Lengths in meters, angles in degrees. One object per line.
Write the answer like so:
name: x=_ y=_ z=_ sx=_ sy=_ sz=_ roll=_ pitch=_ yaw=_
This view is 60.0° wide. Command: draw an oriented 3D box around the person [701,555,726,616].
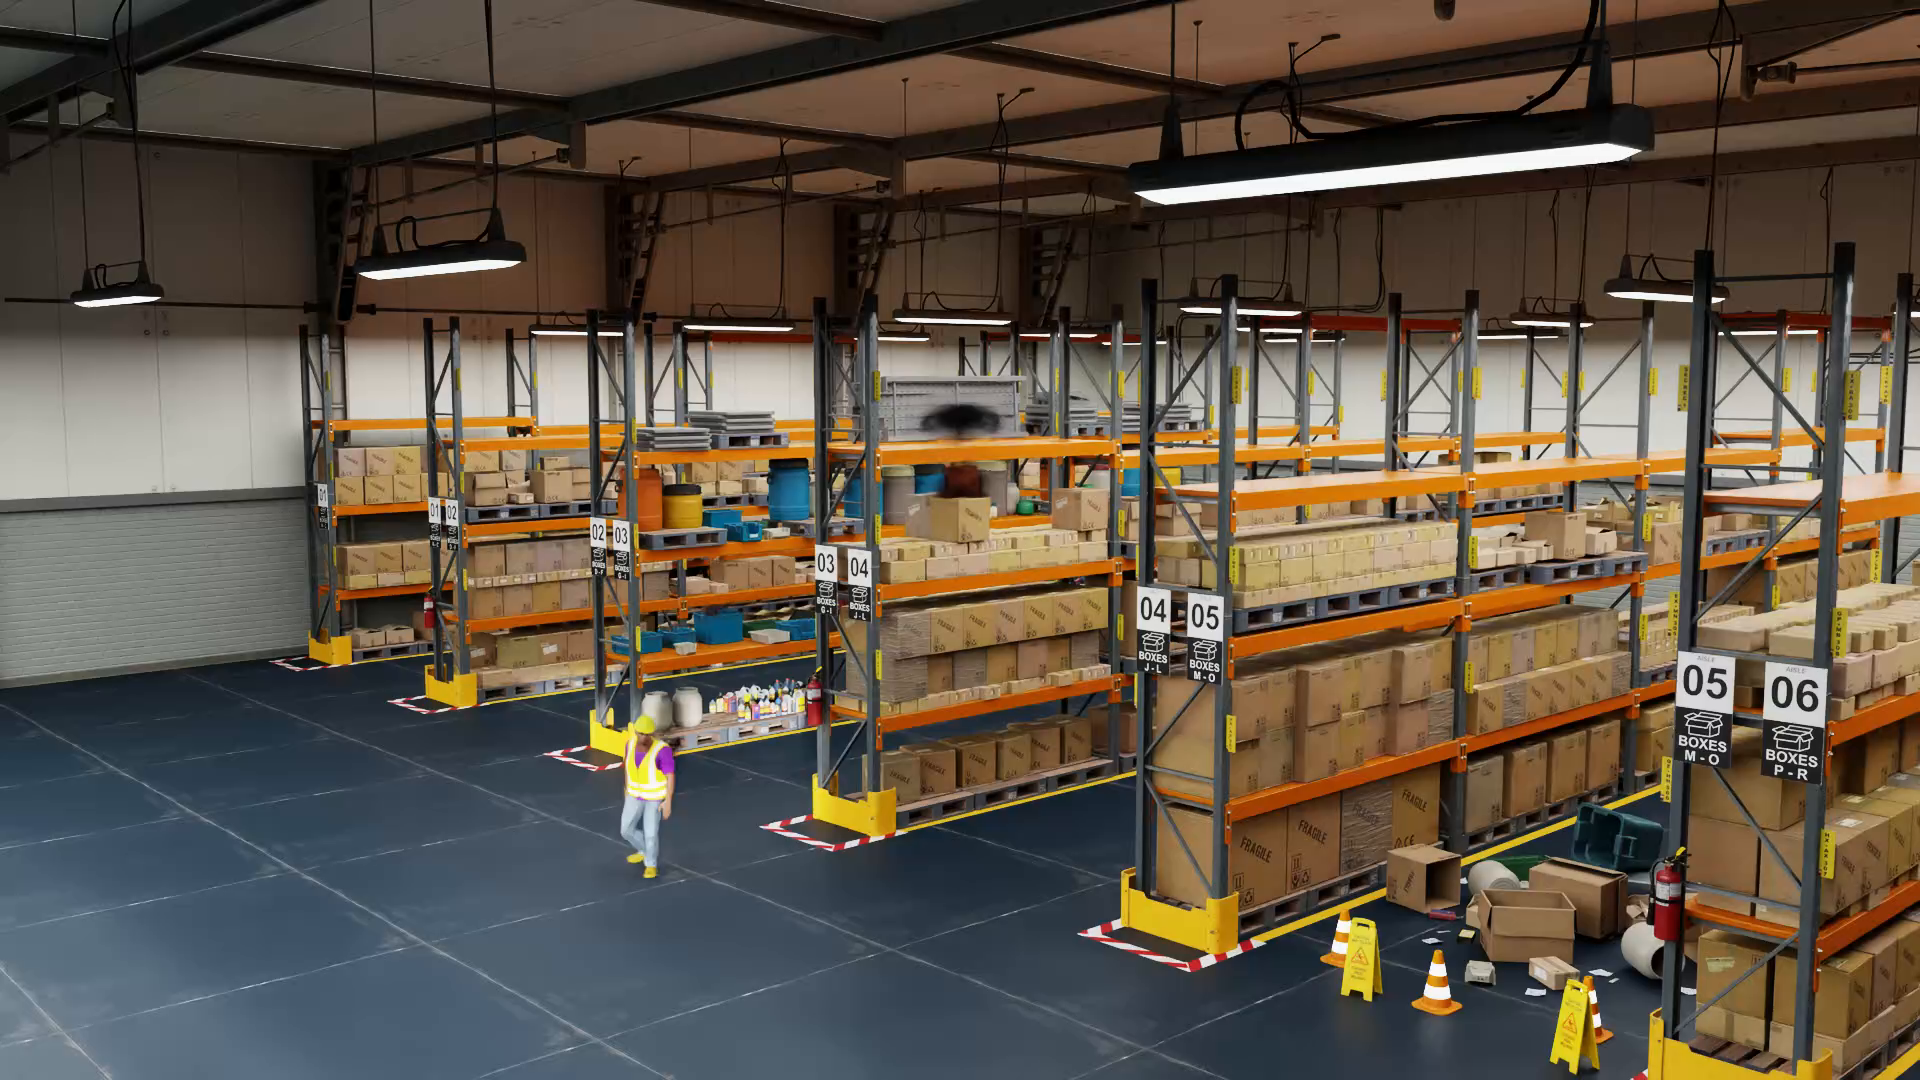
person: x=-4.720 y=1.074 z=32.302 sx=0.568 sy=1.687 sz=0.688 roll=4 pitch=7 yaw=37

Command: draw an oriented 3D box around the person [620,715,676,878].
person: x=-3.196 y=2.601 z=16.950 sx=0.715 sy=1.727 sz=0.606 roll=2 pitch=6 yaw=20

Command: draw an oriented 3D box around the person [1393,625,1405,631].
person: x=6.078 y=1.922 z=23.418 sx=0.686 sy=1.721 sz=0.641 roll=6 pitch=8 yaw=44
